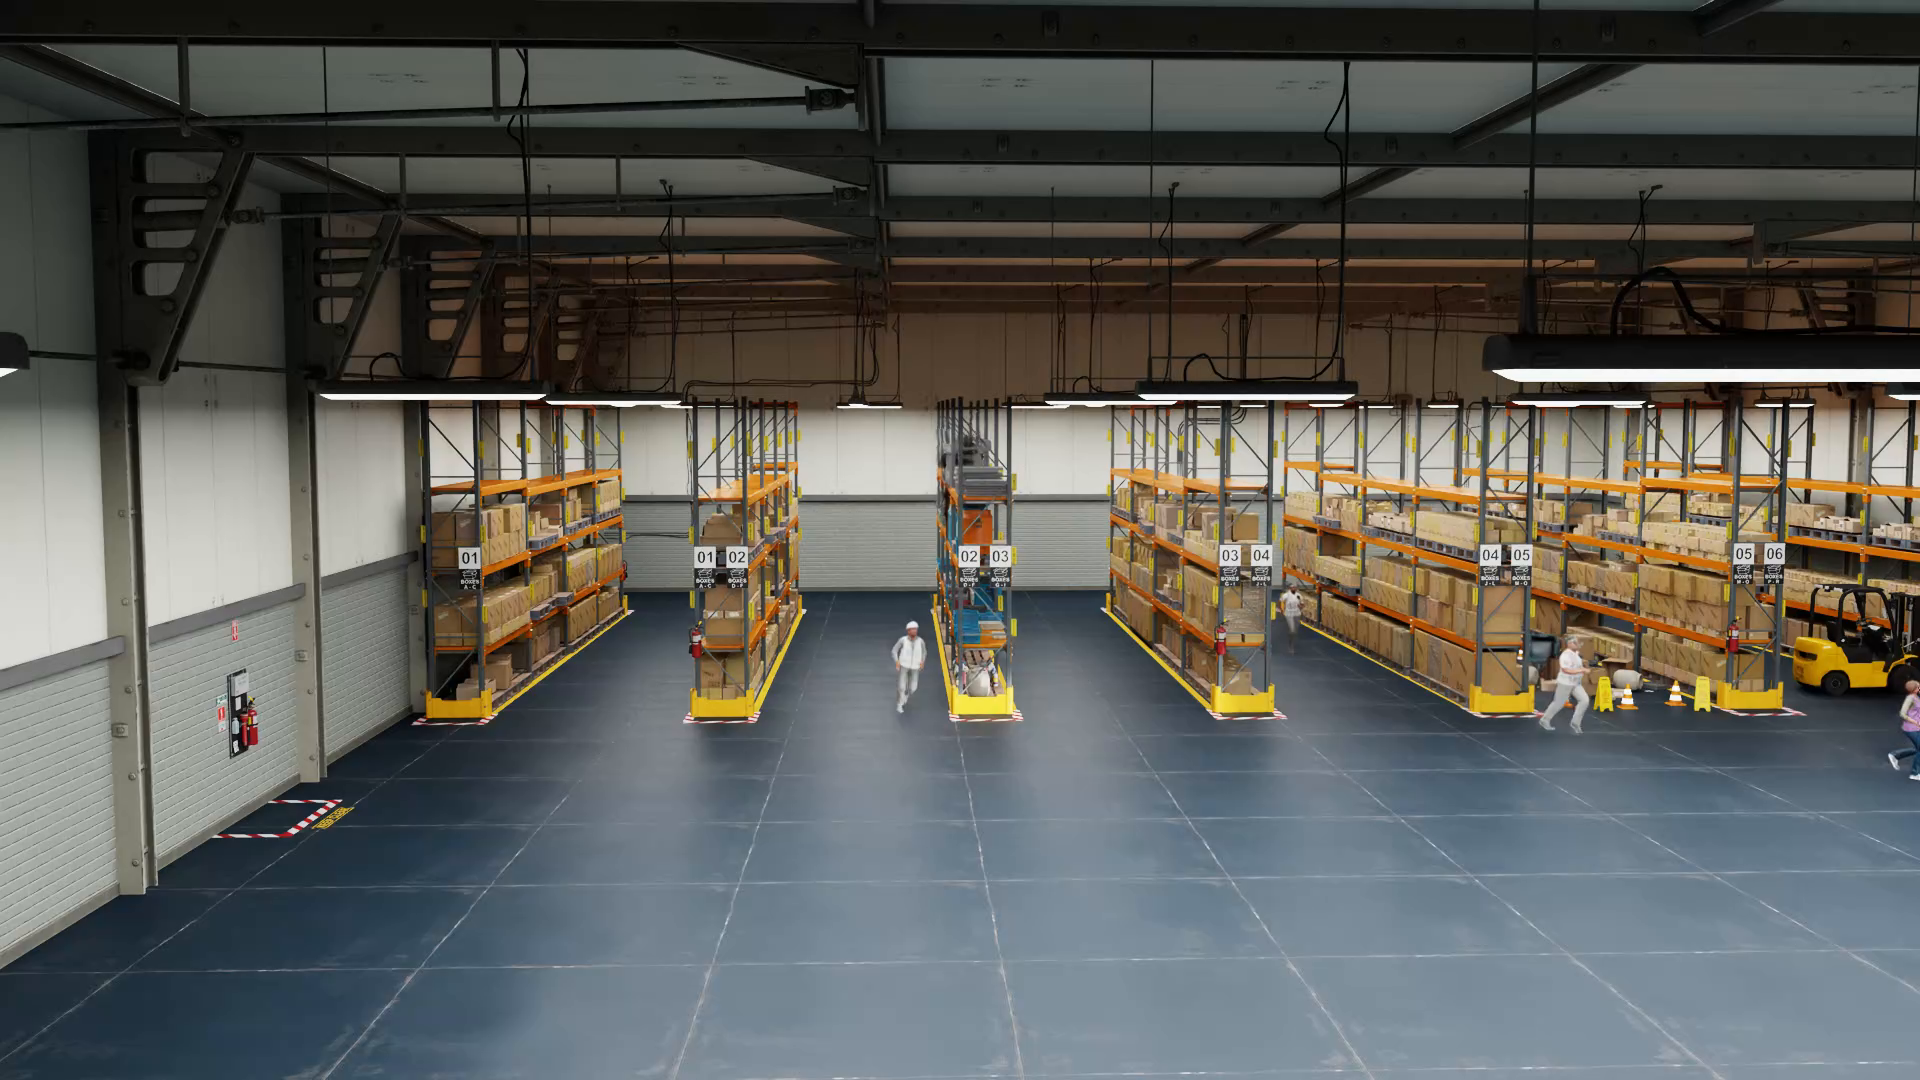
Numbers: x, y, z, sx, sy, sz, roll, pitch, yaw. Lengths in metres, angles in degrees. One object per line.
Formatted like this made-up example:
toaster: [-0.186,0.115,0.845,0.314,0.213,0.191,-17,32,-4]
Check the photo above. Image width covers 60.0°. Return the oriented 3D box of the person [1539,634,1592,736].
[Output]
person: [10.795,2.569,29.509,0.673,1.832,0.913,-4,6,-41]

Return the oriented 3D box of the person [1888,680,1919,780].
person: [14.777,2.948,25.877,0.608,1.550,0.538,4,6,43]

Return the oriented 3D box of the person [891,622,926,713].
person: [-0.967,2.422,31.857,0.704,1.726,0.545,-1,5,-14]

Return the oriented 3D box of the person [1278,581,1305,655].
person: [7.865,1.848,39.344,0.544,1.754,0.741,-1,5,-13]
